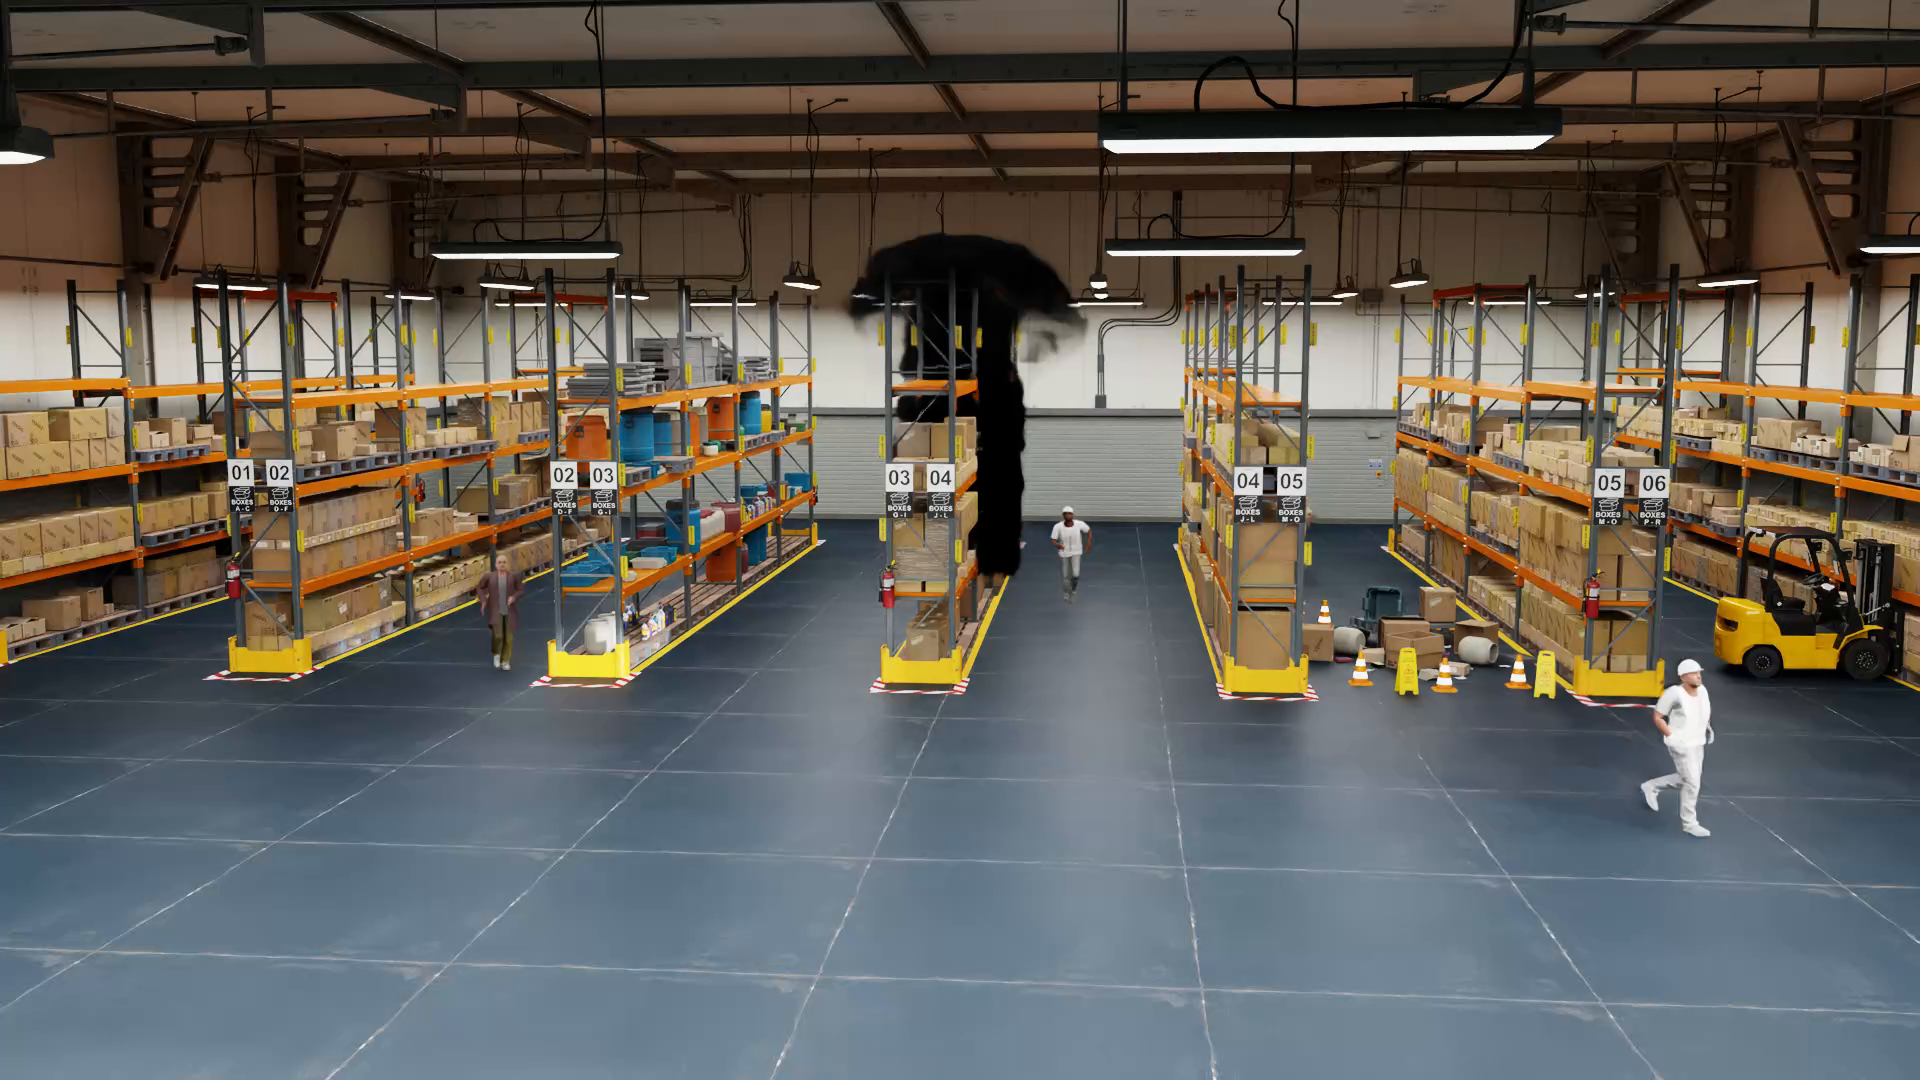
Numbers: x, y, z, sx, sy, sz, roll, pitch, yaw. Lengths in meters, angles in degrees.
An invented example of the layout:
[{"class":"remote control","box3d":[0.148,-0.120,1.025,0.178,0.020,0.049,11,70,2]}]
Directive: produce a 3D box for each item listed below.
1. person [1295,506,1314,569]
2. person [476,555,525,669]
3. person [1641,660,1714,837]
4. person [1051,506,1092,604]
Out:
[{"class":"person","box3d":[7.277,-0.155,35.713,0.561,1.726,0.688,0,7,-2]},{"class":"person","box3d":[-6.878,1.100,24.992,0.691,1.740,0.662,-3,7,-21]},{"class":"person","box3d":[7.331,2.072,16.943,0.679,1.772,0.831,-4,8,-31]},{"class":"person","box3d":[1.968,0.273,29.465,0.723,1.751,0.779,1,7,5]}]
